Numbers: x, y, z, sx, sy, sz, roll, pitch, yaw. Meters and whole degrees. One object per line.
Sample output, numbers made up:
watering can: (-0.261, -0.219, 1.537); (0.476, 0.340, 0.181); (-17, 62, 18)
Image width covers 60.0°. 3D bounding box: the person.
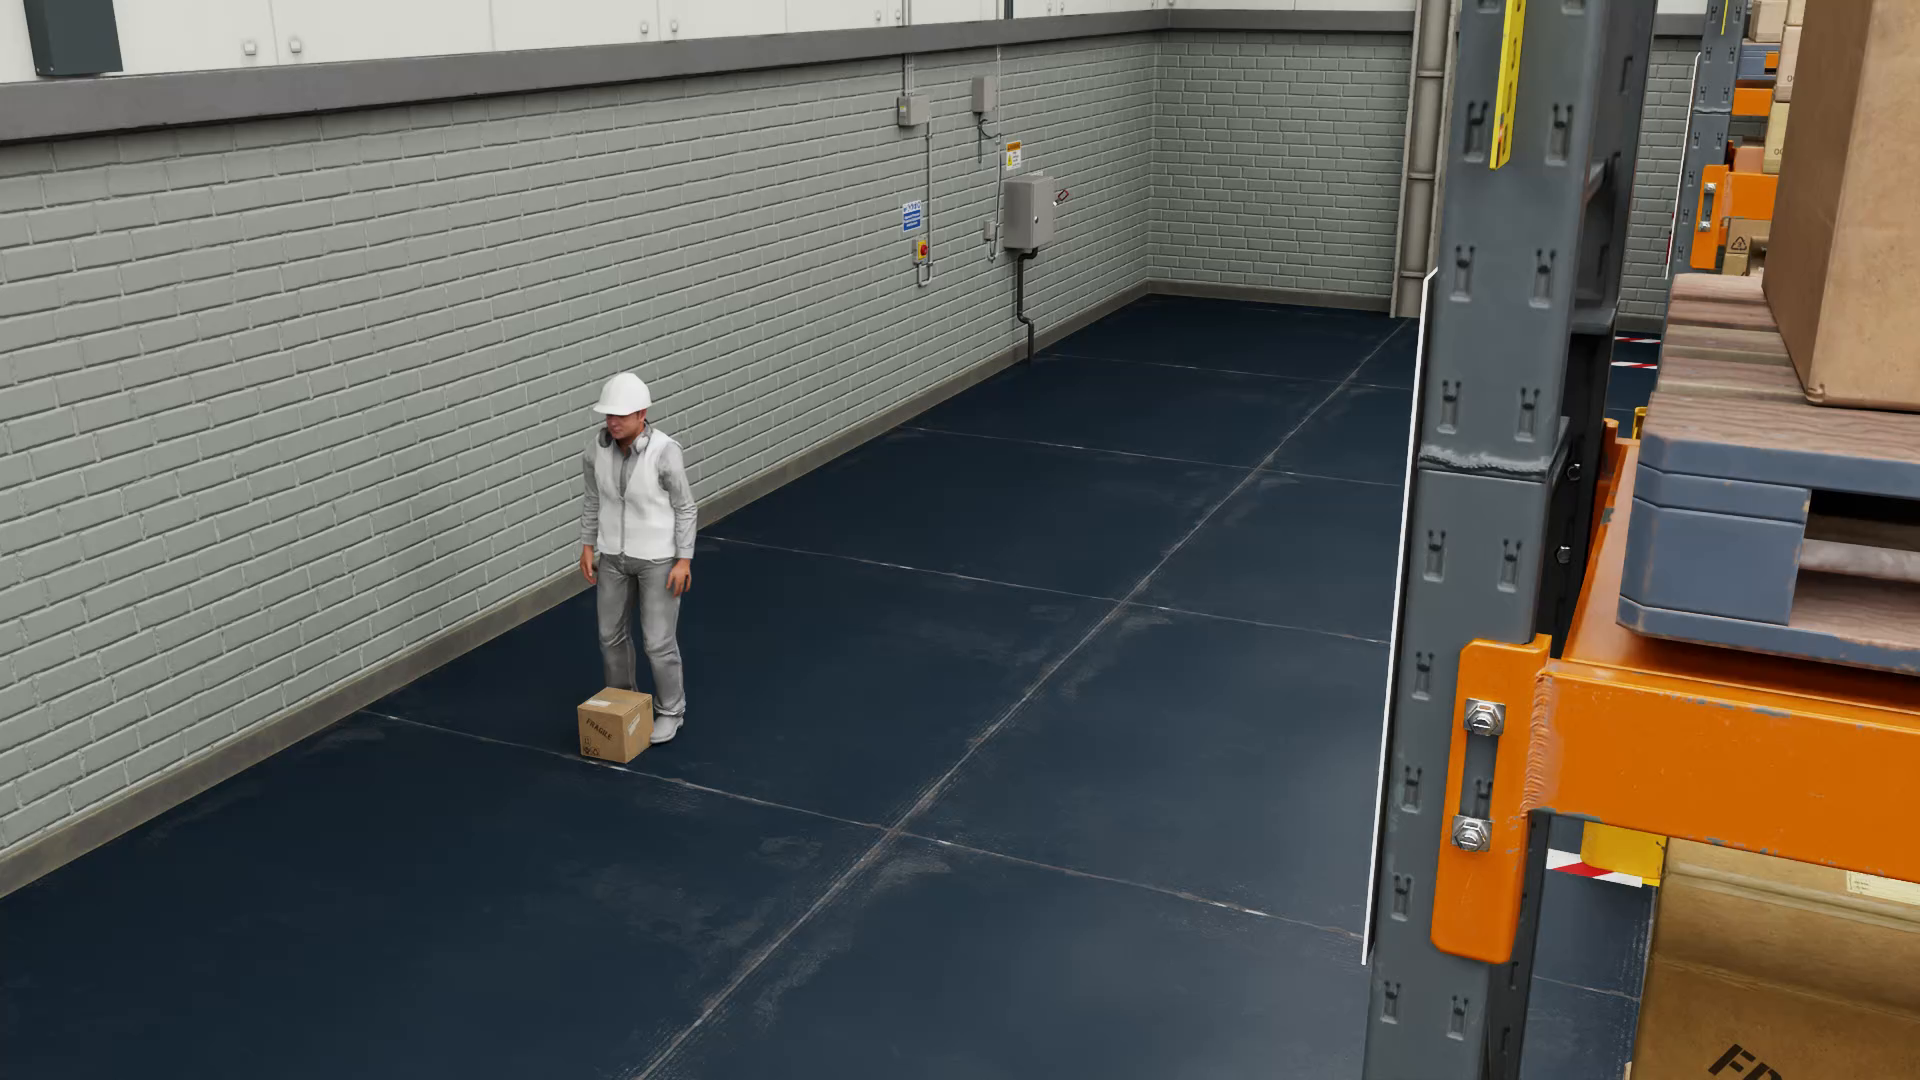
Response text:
person: (-1.511, 0.073, 7.807); (0.594, 1.773, 0.457); (7, 20, 20)
